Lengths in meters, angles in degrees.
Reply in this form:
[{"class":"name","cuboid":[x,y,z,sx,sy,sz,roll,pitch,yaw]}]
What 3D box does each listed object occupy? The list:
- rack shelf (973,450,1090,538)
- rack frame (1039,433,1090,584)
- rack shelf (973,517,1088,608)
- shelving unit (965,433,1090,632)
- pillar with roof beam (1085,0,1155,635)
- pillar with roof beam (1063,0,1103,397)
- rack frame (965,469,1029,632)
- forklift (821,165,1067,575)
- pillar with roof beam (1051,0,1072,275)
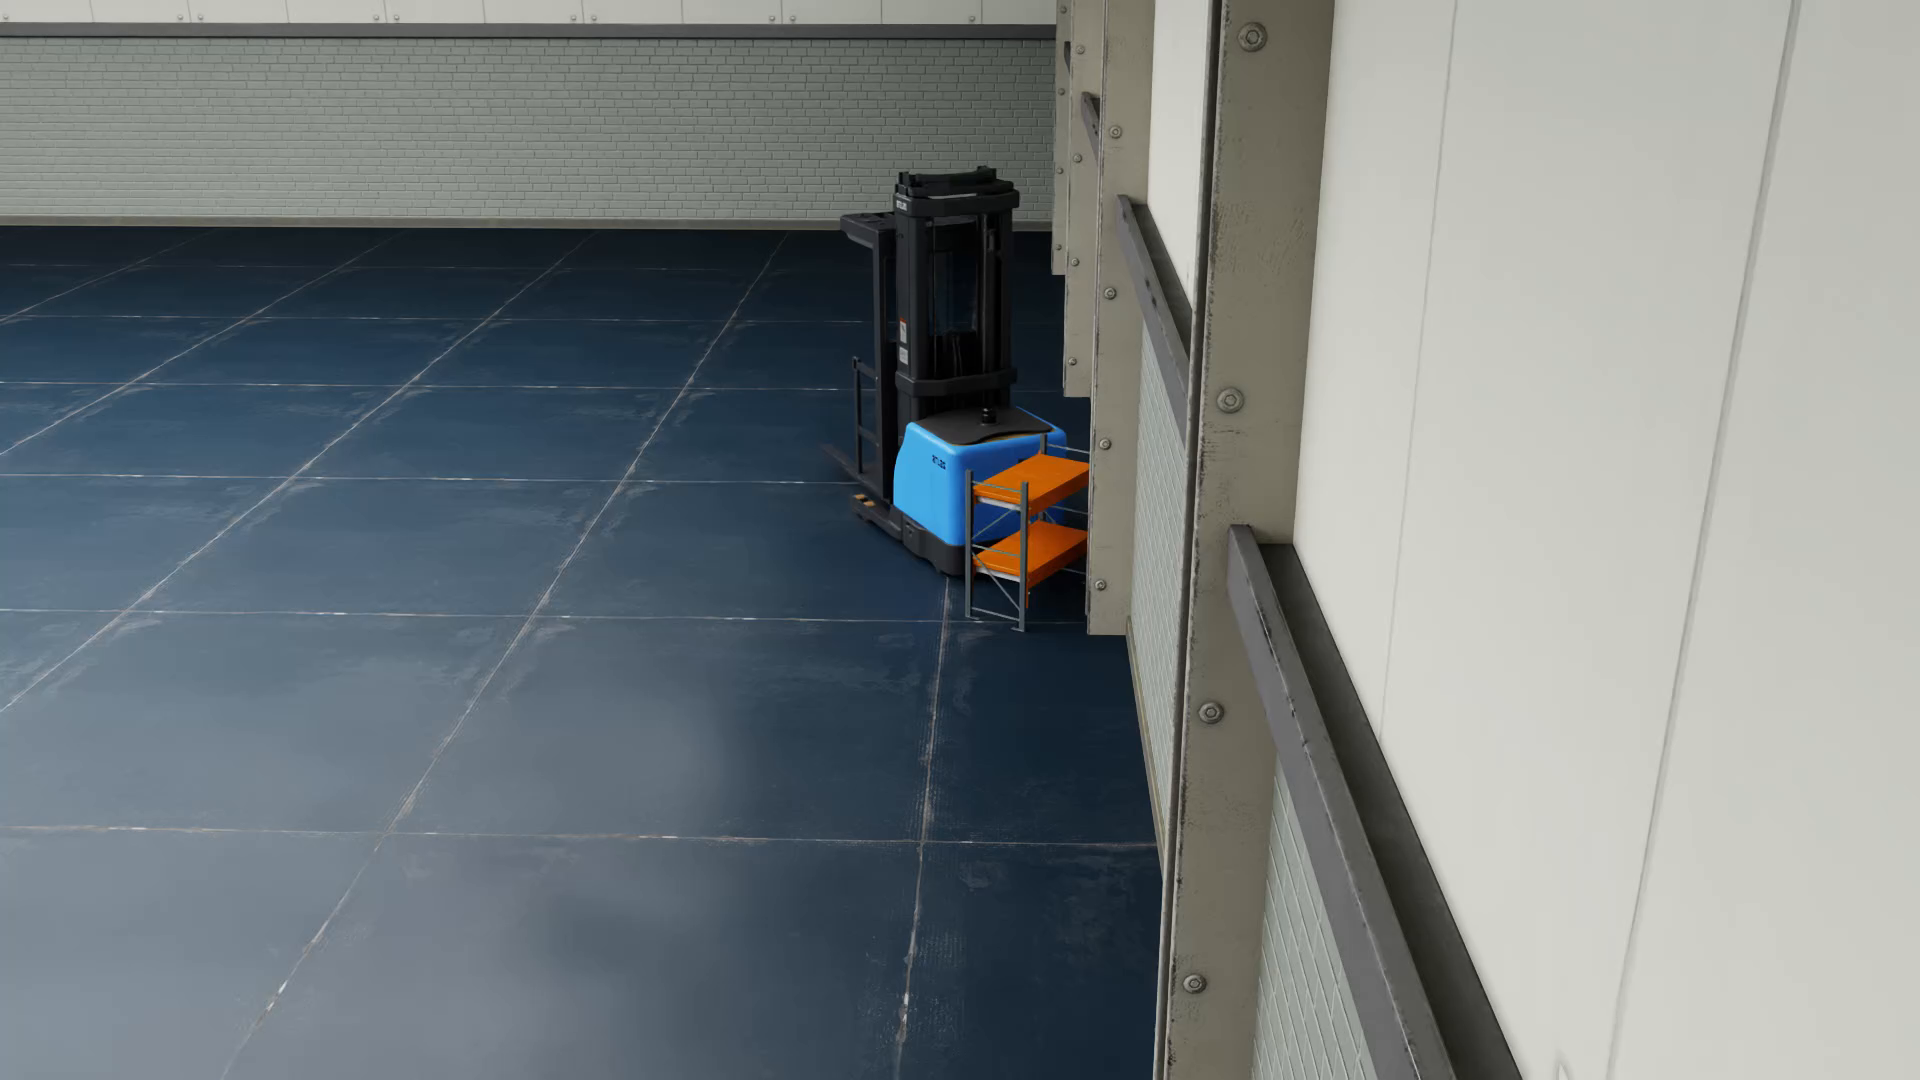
[{"class":"rack shelf","cuboid":[0.538,-0.346,12.057,0.538,0.278,1.000,13,25,31]},{"class":"rack frame","cuboid":[0.819,-0.227,12.558,0.500,1.125,0.032,13,25,31]},{"class":"rack shelf","cuboid":[0.538,0.154,12.252,0.538,0.278,1.000,13,25,31]},{"class":"shelving unit","cuboid":[0.538,-0.073,12.163,0.538,1.125,1.048,13,25,31]},{"class":"pillar with roof beam","cuboid":[-3.238,-3.642,10.476,9.100,9.000,0.400,1,21,2]},{"class":"pillar with roof beam","cuboid":[-3.056,-5.812,16.067,9.100,9.000,0.400,1,21,2]},{"class":"rack frame","cuboid":[0.257,0.080,11.768,0.500,1.125,0.032,13,25,31]},{"class":"forklift","cuboid":[-0.284,-1.590,13.576,1.130,2.935,3.031,-10,24,-25]},{"class":"pillar with roof beam","cuboid":[-2.873,-7.981,21.658,9.100,9.000,0.400,1,21,2]}]
